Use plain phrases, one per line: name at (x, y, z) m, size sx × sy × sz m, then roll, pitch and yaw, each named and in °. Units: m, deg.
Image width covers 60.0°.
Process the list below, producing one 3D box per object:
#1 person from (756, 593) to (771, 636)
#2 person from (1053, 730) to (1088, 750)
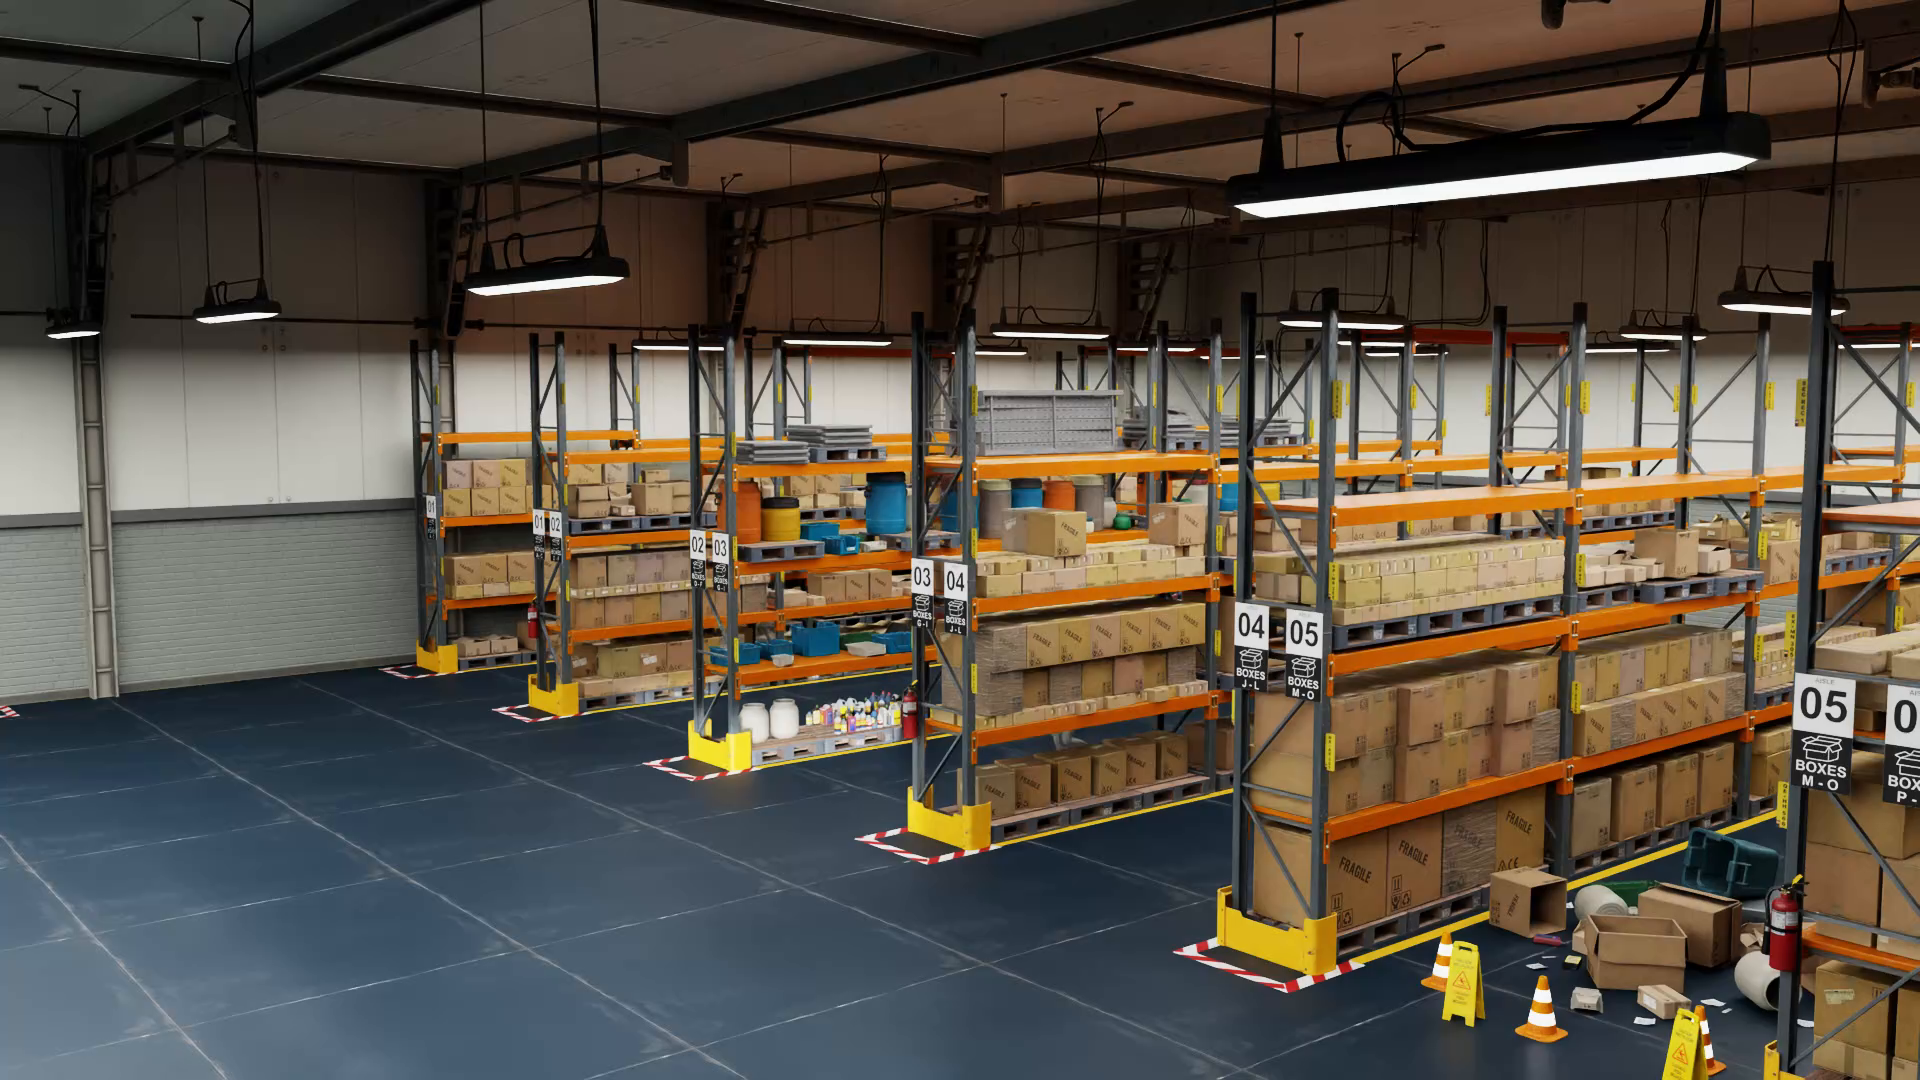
person at (-3.897, 1.416, 31.707) m, size 1.082 × 1.612 × 0.448 m, roll -5°, pitch 7°, yaw -43°
person at (1.497, 2.295, 22.273) m, size 0.624 × 1.644 × 0.527 m, roll -2°, pitch 6°, yaw -24°
